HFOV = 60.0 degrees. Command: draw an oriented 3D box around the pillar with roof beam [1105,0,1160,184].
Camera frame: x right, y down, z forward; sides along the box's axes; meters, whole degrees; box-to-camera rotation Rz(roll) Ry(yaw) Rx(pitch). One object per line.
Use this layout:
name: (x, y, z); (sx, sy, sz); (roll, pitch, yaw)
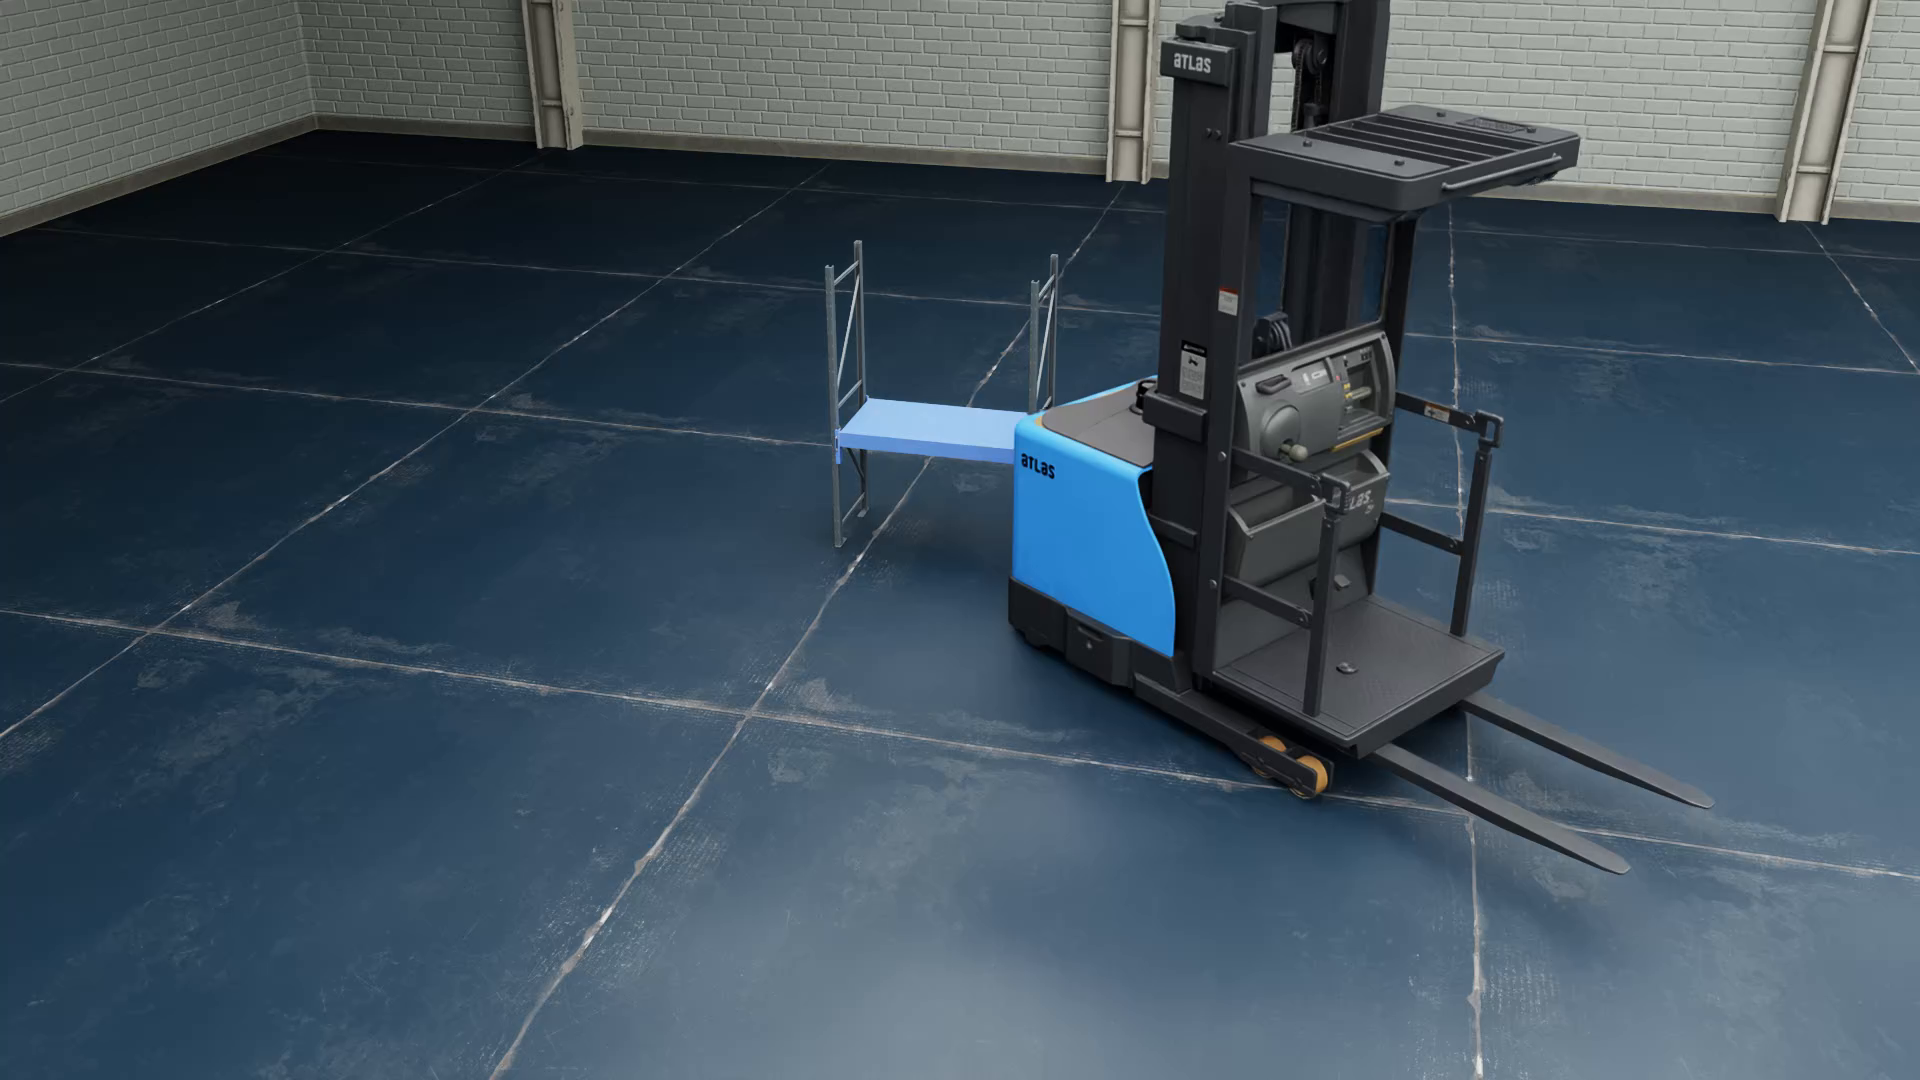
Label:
pillar with roof beam: (0.556, -5.758, 10.375); (0.400, 9.000, 9.100); (6, 26, 13)

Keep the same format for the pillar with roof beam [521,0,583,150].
pillar with roof beam: (-5.255, -6.400, 11.724); (0.400, 9.000, 9.100); (6, 26, 13)

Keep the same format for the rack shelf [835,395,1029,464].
rack shelf: (-0.083, -0.524, 8.524); (1.000, 0.185, 0.538); (6, 26, 13)

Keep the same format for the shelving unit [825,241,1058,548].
shelving unit: (-0.083, -0.686, 8.447); (1.048, 1.500, 0.538); (6, 26, 13)

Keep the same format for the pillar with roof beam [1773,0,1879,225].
pillar with roof beam: (6.367, -5.115, 9.026); (0.400, 9.000, 9.100); (6, 26, 13)

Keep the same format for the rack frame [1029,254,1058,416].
rack frame: (0.410, -0.632, 8.332); (0.032, 1.500, 0.500); (6, 26, 13)

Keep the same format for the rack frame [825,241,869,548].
rack frame: (-0.575, -0.741, 8.561); (0.032, 1.500, 0.500); (6, 26, 13)

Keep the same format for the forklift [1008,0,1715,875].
forklift: (1.569, -0.544, 6.483); (1.130, 2.935, 3.031); (-20, 32, -36)
